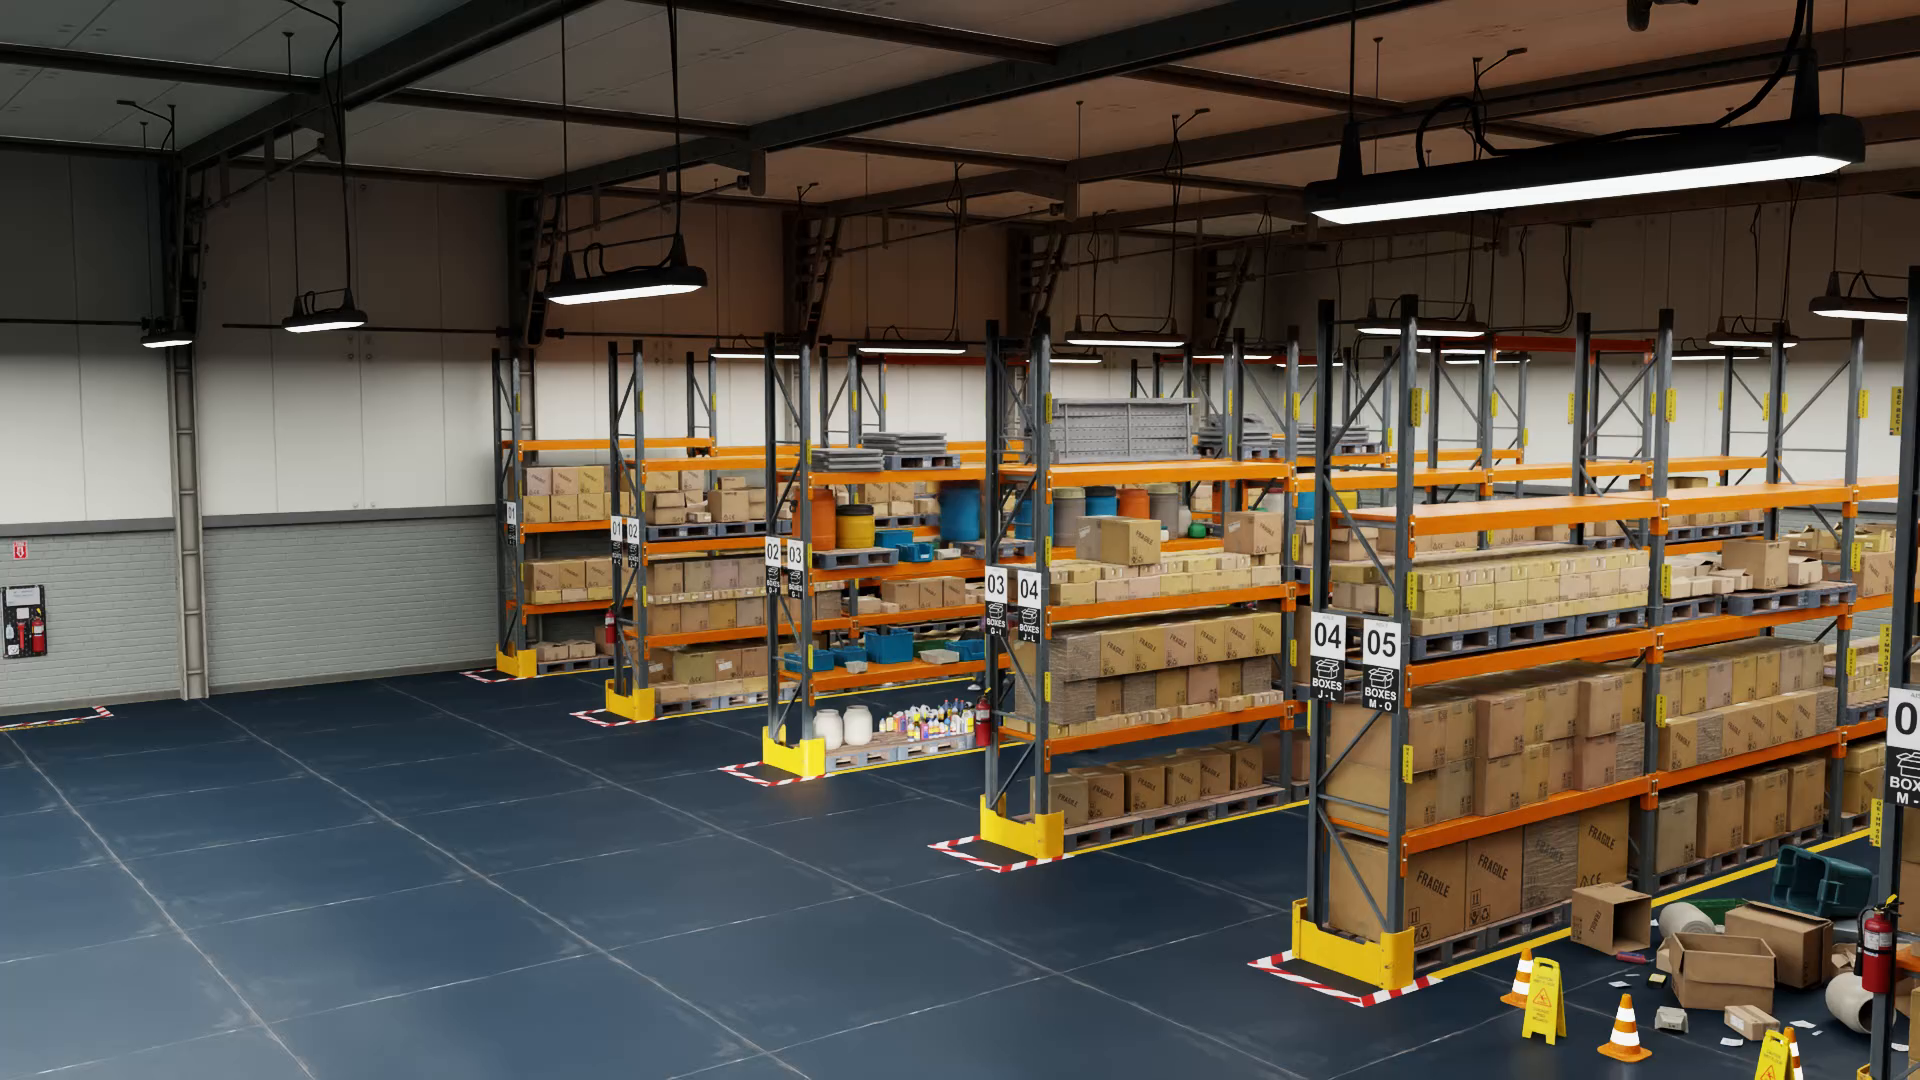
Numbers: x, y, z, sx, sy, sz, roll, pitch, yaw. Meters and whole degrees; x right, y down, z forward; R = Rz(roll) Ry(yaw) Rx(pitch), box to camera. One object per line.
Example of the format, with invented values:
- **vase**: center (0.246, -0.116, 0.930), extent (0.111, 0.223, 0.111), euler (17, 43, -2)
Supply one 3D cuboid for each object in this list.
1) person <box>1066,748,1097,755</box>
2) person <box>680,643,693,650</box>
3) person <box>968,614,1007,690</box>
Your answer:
- **person**: center (1.796, 2.185, 23.953), extent (0.613, 1.836, 0.535), euler (3, 6, 34)
- **person**: center (-5.048, 1.641, 30.530), extent (0.487, 1.676, 0.526), euler (-2, 6, -25)
- **person**: center (0.537, 1.829, 28.998), extent (0.441, 1.537, 0.971), euler (4, 6, 36)
